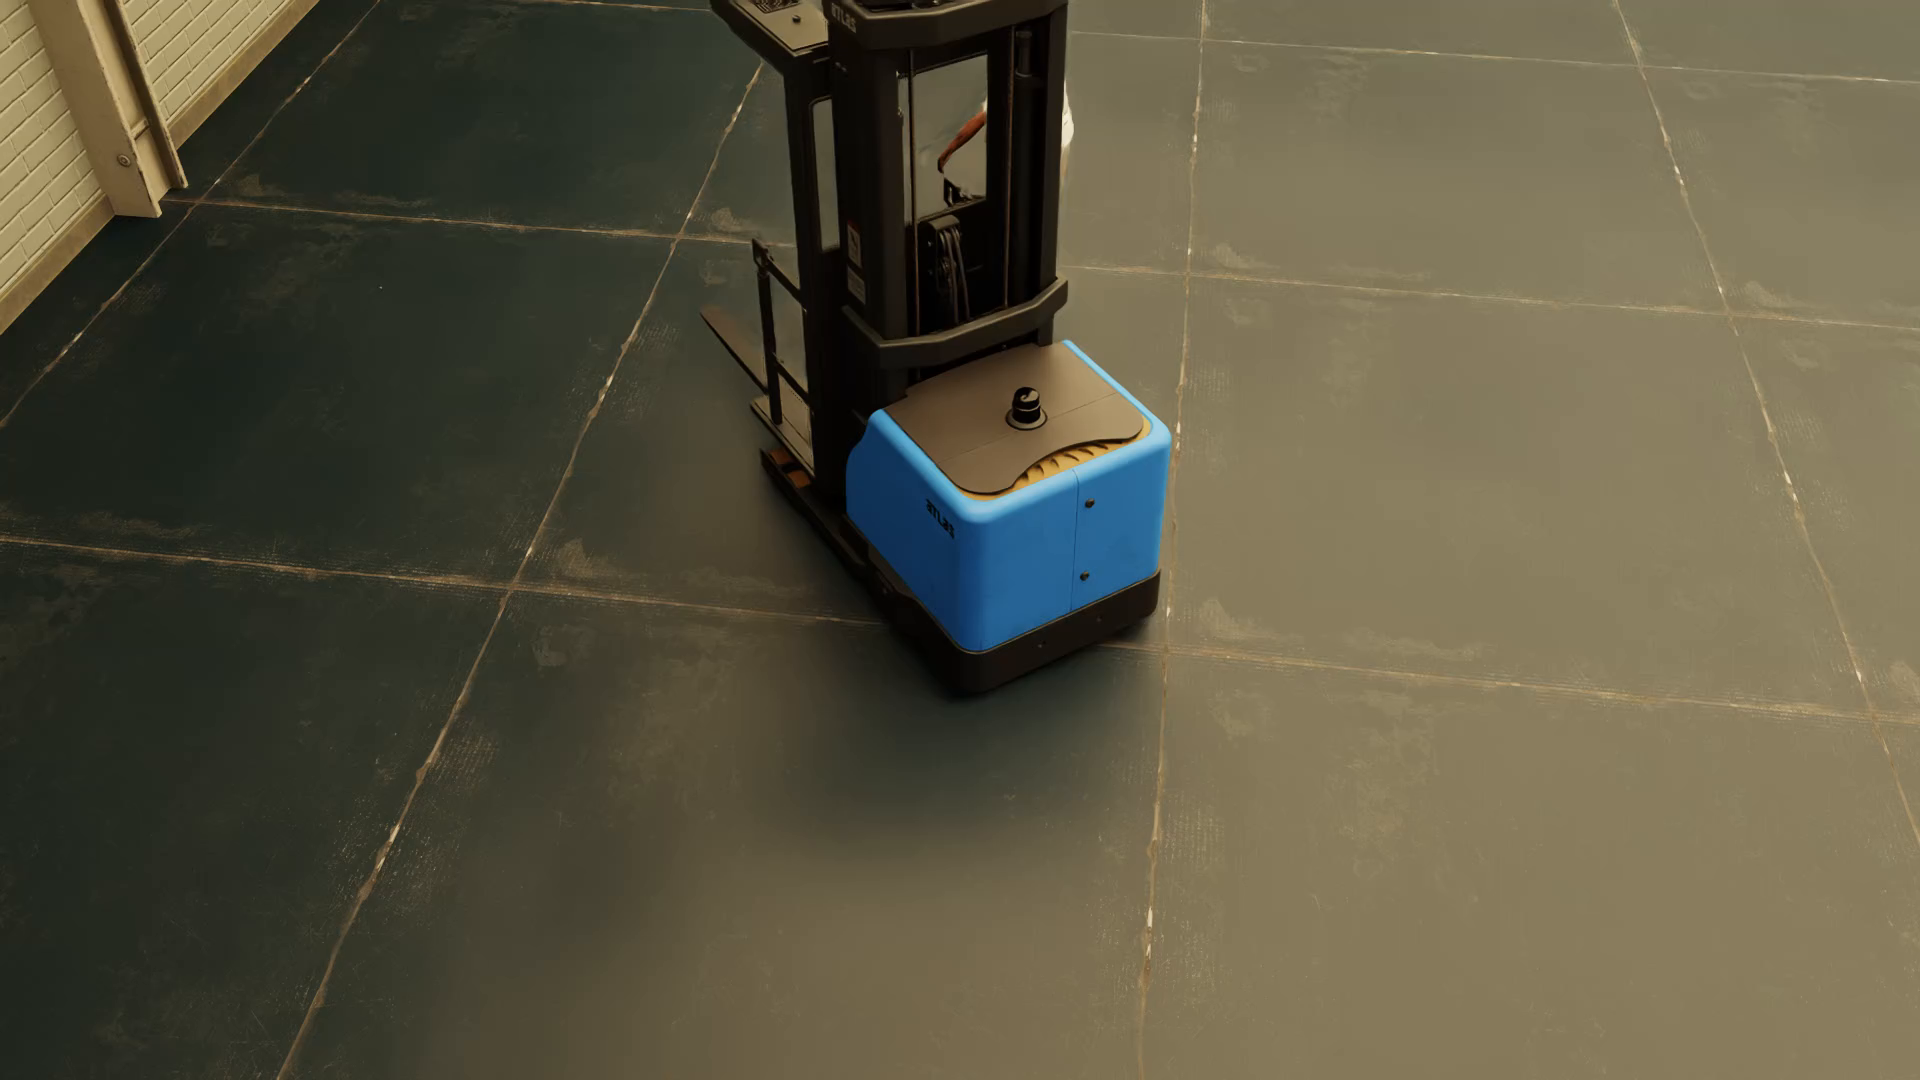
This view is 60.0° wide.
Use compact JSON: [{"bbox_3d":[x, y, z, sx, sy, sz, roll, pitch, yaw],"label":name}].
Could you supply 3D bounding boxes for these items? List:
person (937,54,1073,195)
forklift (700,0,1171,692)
[{"bbox_3d":[0.276,-2.300,9.390,0.714,1.430,0.921,7,43,8],"label":"person"},{"bbox_3d":[-0.318,-1.408,7.257,1.130,2.935,3.031,-23,47,-23],"label":"forklift"}]
